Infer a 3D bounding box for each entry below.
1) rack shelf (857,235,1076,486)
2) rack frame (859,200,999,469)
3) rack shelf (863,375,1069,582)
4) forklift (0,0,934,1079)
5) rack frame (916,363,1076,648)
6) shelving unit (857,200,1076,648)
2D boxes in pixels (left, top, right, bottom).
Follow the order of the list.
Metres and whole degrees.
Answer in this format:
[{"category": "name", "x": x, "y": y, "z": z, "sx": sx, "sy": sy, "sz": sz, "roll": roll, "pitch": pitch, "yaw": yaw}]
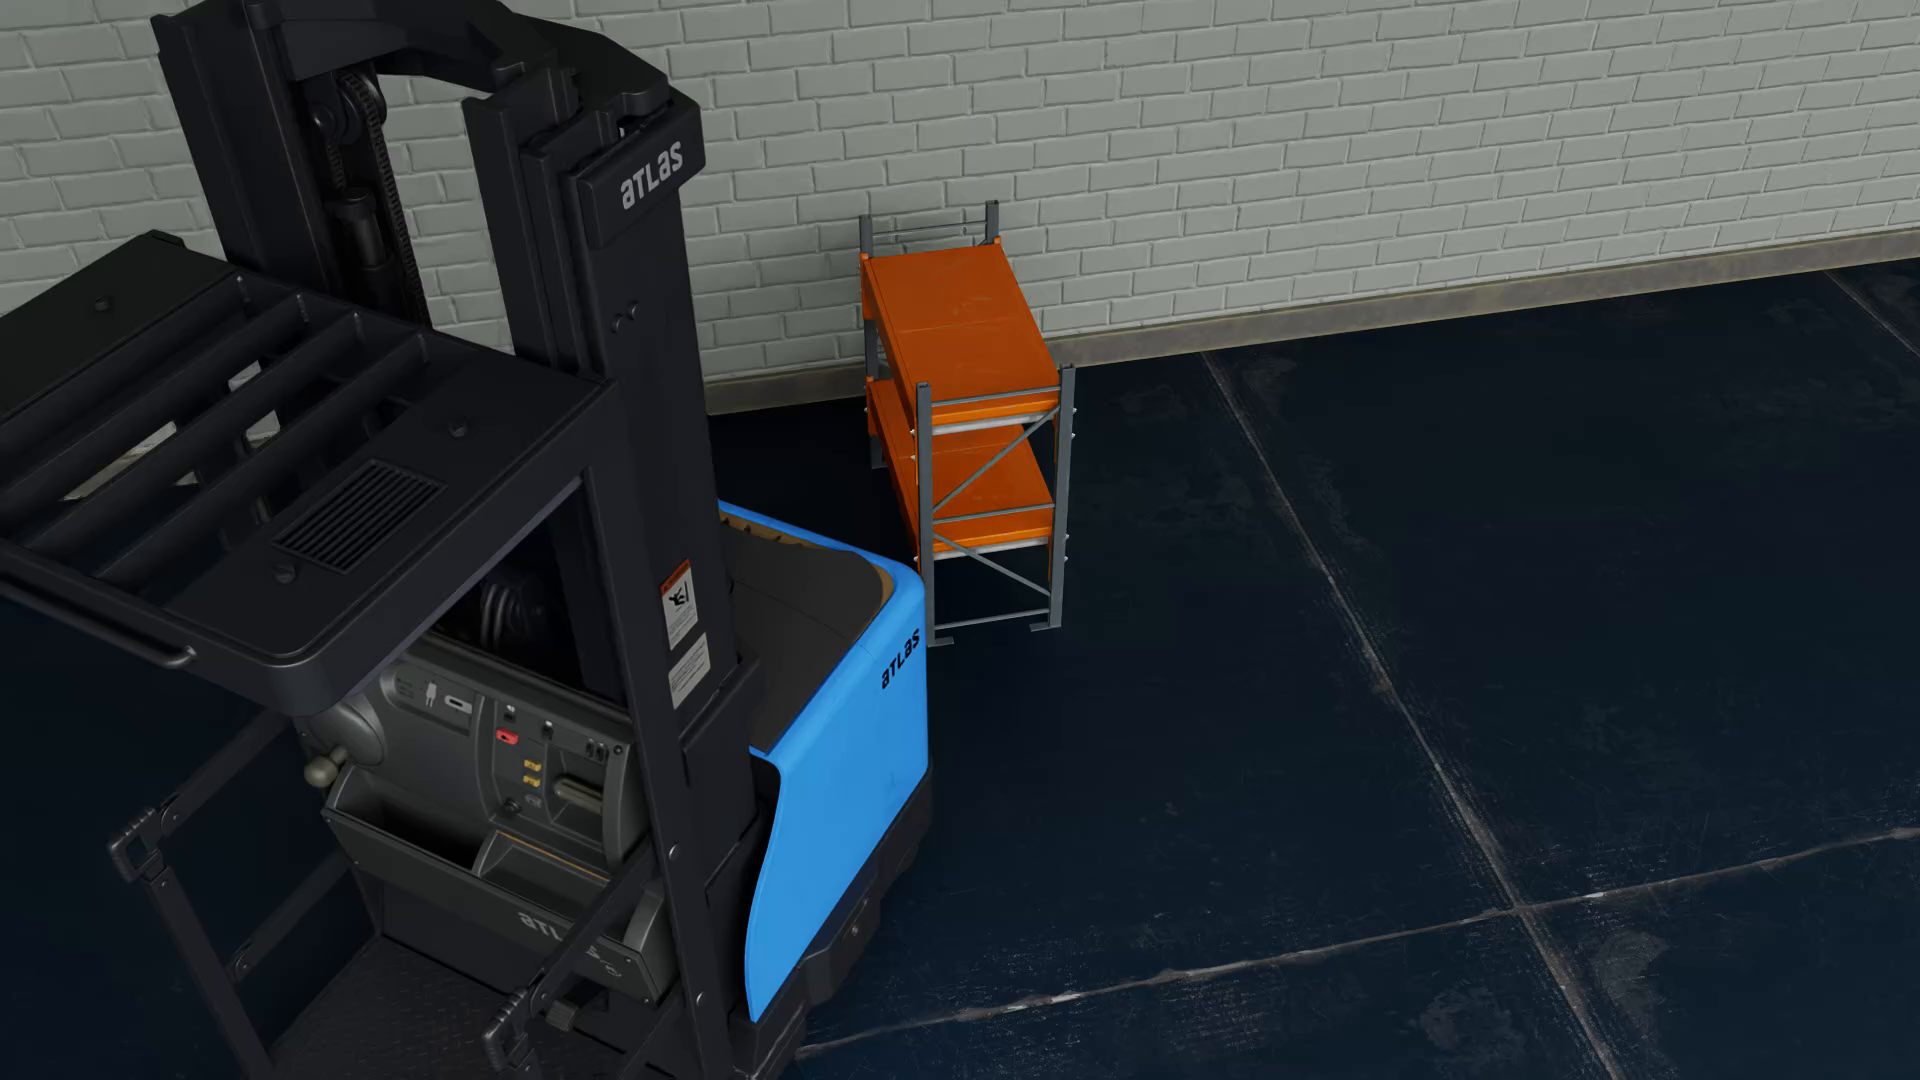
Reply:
[{"category": "rack shelf", "x": 0.001, "y": -0.635, "z": 5.677, "sx": 0.538, "sy": 0.278, "sz": 1.000, "roll": -8, "pitch": 42, "yaw": -9}, {"category": "rack frame", "x": -0.108, "y": -0.746, "z": 6.243, "sx": 0.500, "sy": 1.125, "sz": 0.032, "roll": -8, "pitch": 42, "yaw": -9}, {"category": "rack shelf", "x": 0.001, "y": -0.233, "z": 6.034, "sx": 0.538, "sy": 0.278, "sz": 1.000, "roll": -8, "pitch": 42, "yaw": -9}, {"category": "forklift", "x": -1.197, "y": 0.517, "z": 3.460, "sx": 1.130, "sy": 2.935, "sz": 3.031, "roll": 19, "pitch": 45, "yaw": 20}, {"category": "rack frame", "x": 0.111, "y": -0.087, "z": 5.500, "sx": 0.500, "sy": 1.125, "sz": 0.032, "roll": -8, "pitch": 42, "yaw": -9}, {"category": "shelving unit", "x": 0.001, "y": -0.416, "z": 5.872, "sx": 0.538, "sy": 1.125, "sz": 1.048, "roll": -8, "pitch": 42, "yaw": -9}]
